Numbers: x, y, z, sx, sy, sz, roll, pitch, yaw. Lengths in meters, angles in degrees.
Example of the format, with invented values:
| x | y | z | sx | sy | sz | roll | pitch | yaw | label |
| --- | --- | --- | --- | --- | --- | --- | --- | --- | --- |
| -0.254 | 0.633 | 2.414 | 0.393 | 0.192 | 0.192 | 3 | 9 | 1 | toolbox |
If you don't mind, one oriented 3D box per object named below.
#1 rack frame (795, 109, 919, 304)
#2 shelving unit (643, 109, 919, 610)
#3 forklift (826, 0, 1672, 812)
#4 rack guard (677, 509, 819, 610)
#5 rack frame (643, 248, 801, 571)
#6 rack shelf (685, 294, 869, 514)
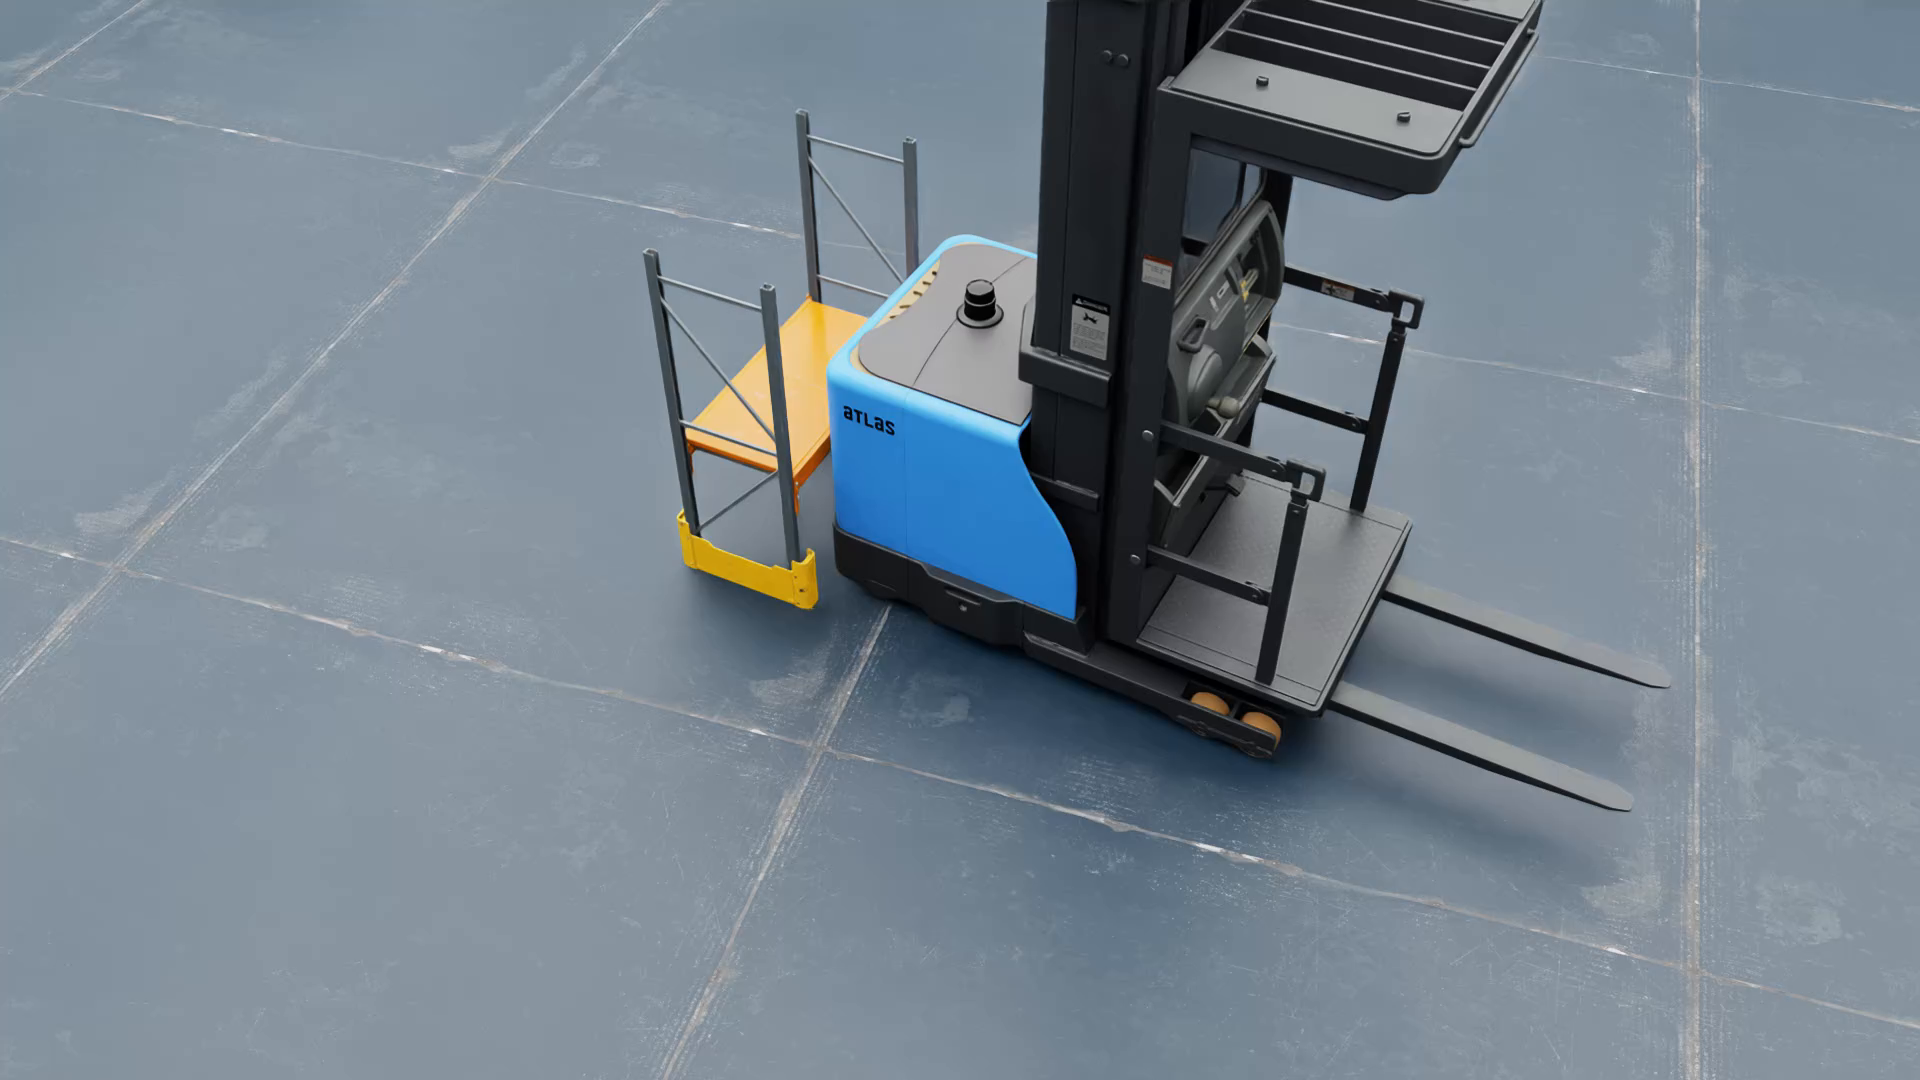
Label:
| x | y | z | sx | sy | sz | roll | pitch | yaw | label |
| --- | --- | --- | --- | --- | --- | --- | --- | --- | --- |
| -0.389 | -1.003 | 6.702 | 0.500 | 1.500 | 0.032 | 19 | 47 | 18 | rack frame |
| -0.609 | -0.689 | 6.382 | 0.587 | 1.500 | 1.083 | 19 | 47 | 18 | shelving unit |
| 1.052 | -0.698 | 5.368 | 3.031 | 2.935 | 1.130 | 21 | 48 | 20 | forklift |
| -0.829 | 0.070 | 6.499 | 0.587 | 0.250 | 0.087 | 19 | 47 | 18 | rack guard |
| -0.837 | -0.364 | 6.050 | 0.500 | 1.500 | 0.032 | 19 | 47 | 18 | rack frame |
| -0.613 | -0.555 | 6.502 | 0.538 | 0.185 | 1.000 | 19 | 47 | 18 | rack shelf |
